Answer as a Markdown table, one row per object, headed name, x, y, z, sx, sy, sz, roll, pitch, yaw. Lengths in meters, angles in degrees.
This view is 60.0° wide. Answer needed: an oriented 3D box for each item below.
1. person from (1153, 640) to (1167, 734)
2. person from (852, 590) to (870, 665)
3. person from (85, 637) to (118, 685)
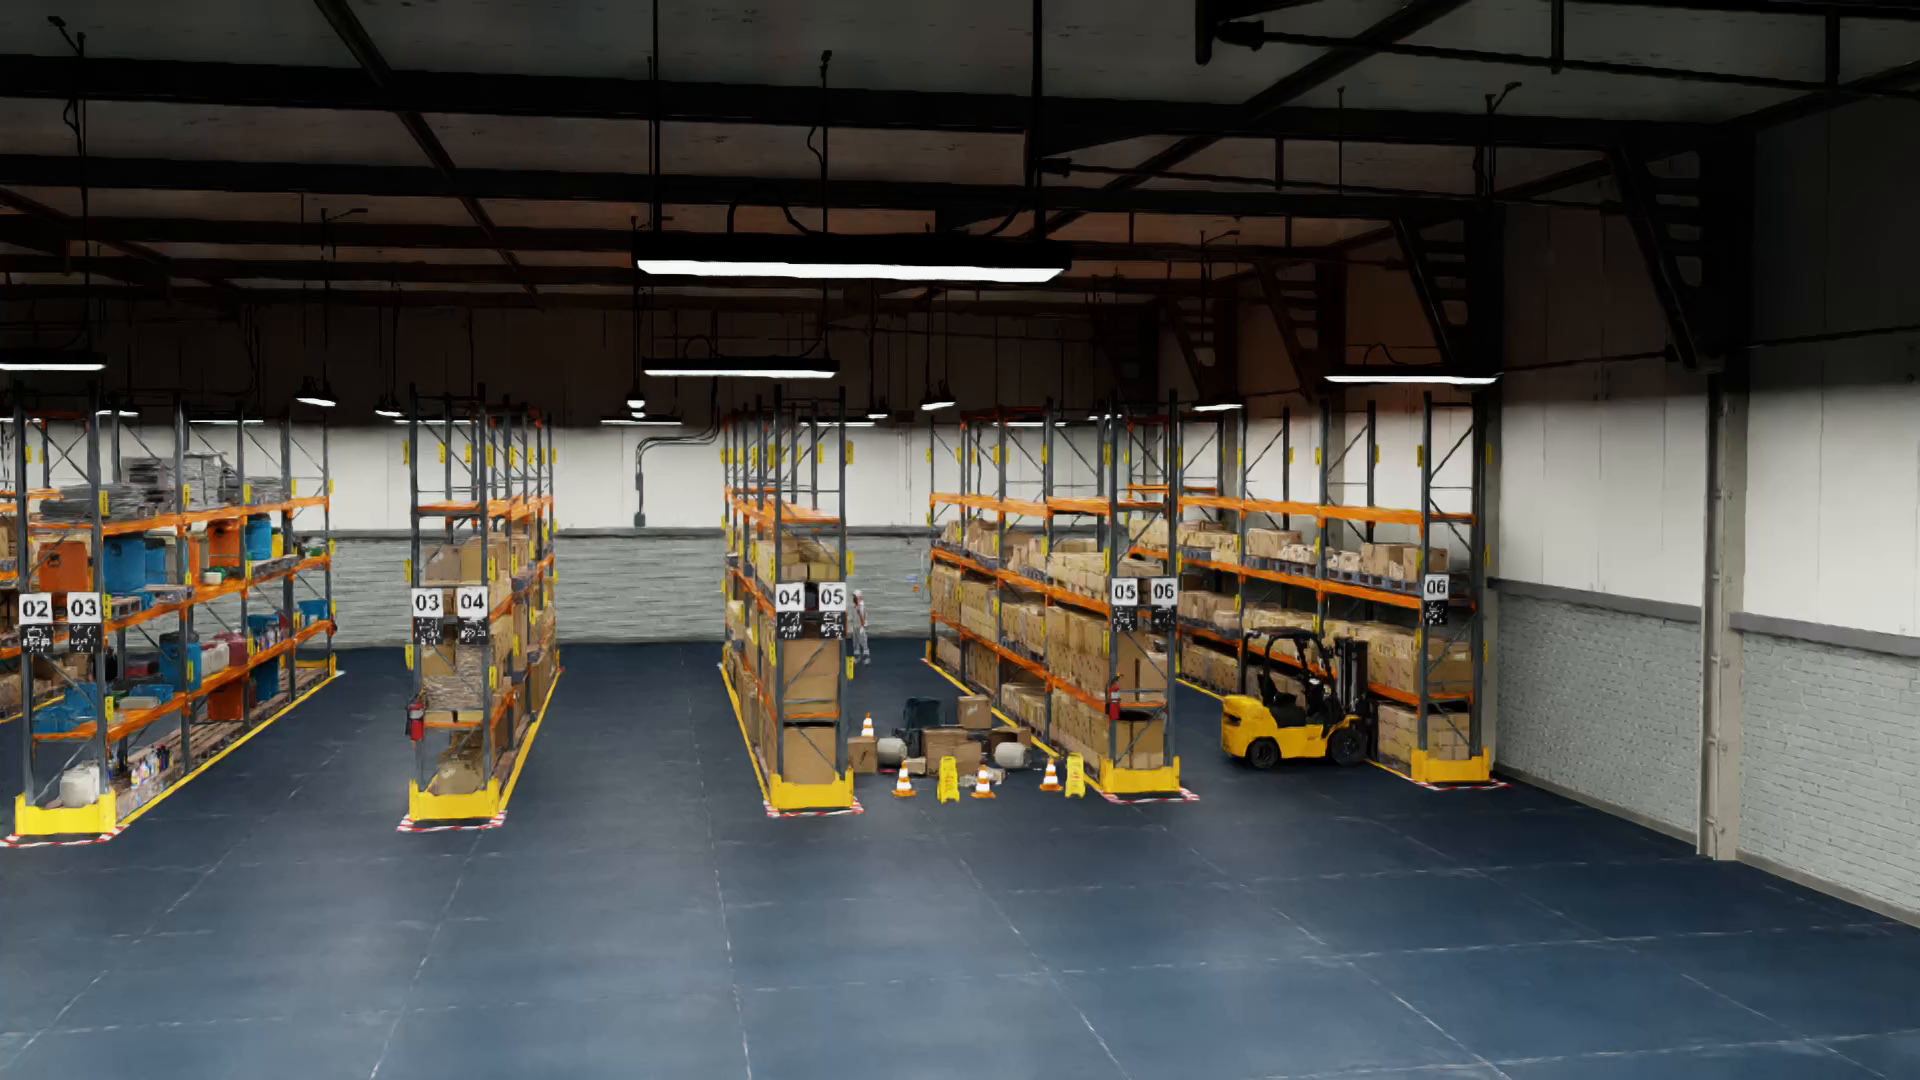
| name | x | y | z | sx | sy | sz | roll | pitch | yaw |
| --- | --- | --- | --- | --- | --- | --- | --- | --- | --- |
| person | 3.533 | 2.639 | 29.920 | 0.459 | 1.677 | 0.525 | 1 | 3 | 20 |
| person | -2.418 | 2.094 | 39.666 | 0.500 | 1.790 | 0.652 | -1 | 3 | -18 |
| person | -15.999 | 2.595 | 31.132 | 0.677 | 1.674 | 0.532 | -1 | 3 | -13 |
